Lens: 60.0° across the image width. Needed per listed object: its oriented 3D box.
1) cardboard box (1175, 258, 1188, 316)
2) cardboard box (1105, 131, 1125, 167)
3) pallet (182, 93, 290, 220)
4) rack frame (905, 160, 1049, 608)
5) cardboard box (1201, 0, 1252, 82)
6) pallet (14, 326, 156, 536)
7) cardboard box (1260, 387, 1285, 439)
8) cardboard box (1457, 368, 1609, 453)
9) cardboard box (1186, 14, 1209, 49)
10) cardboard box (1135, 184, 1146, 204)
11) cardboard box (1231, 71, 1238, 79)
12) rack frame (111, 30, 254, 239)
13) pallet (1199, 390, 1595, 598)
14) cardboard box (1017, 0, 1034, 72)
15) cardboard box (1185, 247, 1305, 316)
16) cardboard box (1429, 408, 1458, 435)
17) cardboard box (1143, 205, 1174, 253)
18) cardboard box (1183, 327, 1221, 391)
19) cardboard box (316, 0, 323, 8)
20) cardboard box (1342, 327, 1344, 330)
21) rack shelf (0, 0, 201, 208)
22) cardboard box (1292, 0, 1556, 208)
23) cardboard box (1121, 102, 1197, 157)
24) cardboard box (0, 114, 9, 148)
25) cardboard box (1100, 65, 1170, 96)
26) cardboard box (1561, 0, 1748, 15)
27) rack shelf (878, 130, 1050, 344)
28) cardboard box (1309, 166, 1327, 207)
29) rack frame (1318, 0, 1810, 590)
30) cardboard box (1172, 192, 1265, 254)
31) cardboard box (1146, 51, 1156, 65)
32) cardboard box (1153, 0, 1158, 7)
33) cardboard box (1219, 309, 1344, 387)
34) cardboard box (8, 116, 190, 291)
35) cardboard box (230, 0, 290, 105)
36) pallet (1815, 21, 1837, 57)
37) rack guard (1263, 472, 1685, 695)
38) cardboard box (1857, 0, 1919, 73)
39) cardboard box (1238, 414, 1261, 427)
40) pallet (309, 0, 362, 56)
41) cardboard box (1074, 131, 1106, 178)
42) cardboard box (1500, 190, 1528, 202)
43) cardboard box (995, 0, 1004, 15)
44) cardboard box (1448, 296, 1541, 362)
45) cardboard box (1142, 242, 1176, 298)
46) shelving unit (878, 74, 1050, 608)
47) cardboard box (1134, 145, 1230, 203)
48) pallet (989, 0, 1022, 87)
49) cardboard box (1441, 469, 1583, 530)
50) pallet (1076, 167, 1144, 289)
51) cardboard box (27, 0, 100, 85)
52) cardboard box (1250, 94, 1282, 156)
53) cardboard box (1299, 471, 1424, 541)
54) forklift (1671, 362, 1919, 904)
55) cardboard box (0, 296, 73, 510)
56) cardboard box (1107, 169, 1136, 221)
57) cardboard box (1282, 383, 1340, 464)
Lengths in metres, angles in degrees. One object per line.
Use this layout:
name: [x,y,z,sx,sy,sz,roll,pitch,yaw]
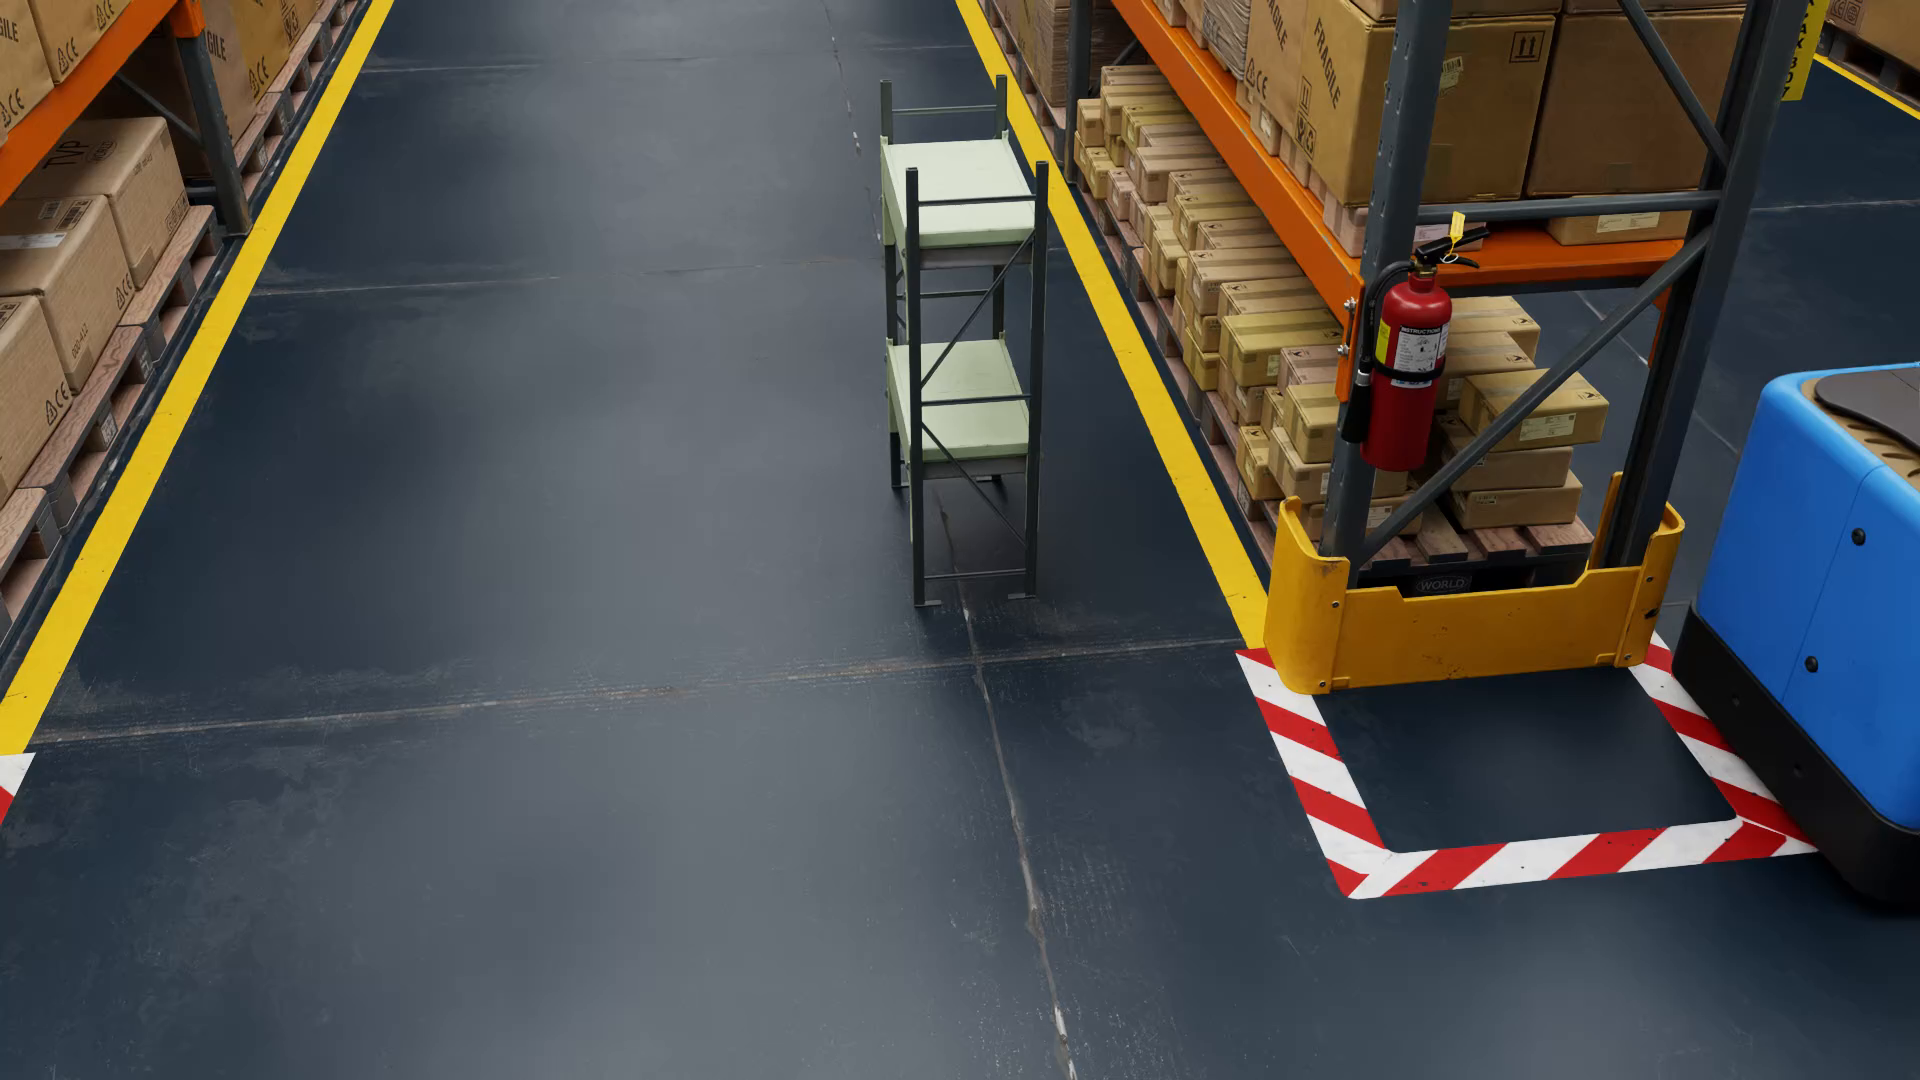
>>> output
cardboard box: [1.044,-0.974,6.411,0.380,0.149,0.250,-3,34,-4]
cardboard box: [0.885,-1.850,7.696,0.380,0.149,0.250,-4,34,-6]
pallet: [-4.040,-1.934,8.401,1.003,0.211,1.213,-4,35,-6]
rack frame: [0.048,-0.419,5.033,0.400,1.500,0.023,-4,35,-6]
cardboard box: [1.111,-1.826,5.413,0.500,0.500,0.500,-4,35,-6]
pallet: [-3.669,-0.397,6.145,1.003,0.211,1.213,-4,35,-6]
cardboard box: [1.232,-0.402,5.571,0.380,0.149,0.250,-5,35,-7]
cardboard box: [1.834,-0.420,5.333,0.380,0.149,0.250,-6,35,-9]
cardboard box: [1.051,-1.929,6.140,0.380,0.149,0.250,-3,34,-5]
cardboard box: [0.986,-1.566,7.279,0.380,0.149,0.250,-6,35,-9]
cardboard box: [1.158,-1.643,5.721,0.380,0.149,0.250,-6,35,-8]
rack frame: [-3.862,-2.662,6.992,1.000,3.000,0.127,-4,35,-6]
pallet: [1.483,-0.207,5.866,1.003,0.211,1.213,-4,35,-6]
cardboard box: [0.612,-2.914,9.209,0.500,0.500,0.500,-5,35,-8]
cardboard box: [1.045,-0.953,6.115,0.380,0.149,0.250,-3,34,-5]
cardboard box: [1.771,-0.448,5.638,0.380,0.149,0.250,-5,35,-7]
cardboard box: [0.971,-1.265,6.838,0.380,0.149,0.250,-5,35,-7]
cardboard box: [1.063,-0.698,6.270,0.380,0.149,0.250,-6,35,-9]
cardboard box: [-4.389,-3.798,10.173,0.875,0.875,0.875,-5,35,-7]
cardboard box: [1.208,-0.700,6.008,0.380,0.149,0.250,-5,35,-7]
rack shelf: [-3.593,-1.248,5.557,1.077,0.370,4.000,-4,35,-6]
cardboard box: [1.252,-1.256,4.577,0.500,0.500,0.500,-4,34,-5]
cardboard box: [0.932,-1.831,7.403,0.380,0.149,0.250,-5,35,-7]
cardboard box: [-3.250,-1.326,4.943,0.500,0.500,0.500,-5,35,-7]
cardboard box: [0.871,-2.126,7.837,0.380,0.149,0.250,-3,34,-4]
cardboard box: [1.771,-1.709,4.353,0.500,0.500,0.500,-5,35,-7]
rack shelf: [-0.001,-0.946,5.113,0.431,0.370,0.720,-4,35,-6]
cardboard box: [1.248,-1.059,4.864,0.380,0.149,0.250,-4,35,-6]
rack frame: [1.568,-0.861,4.350,1.000,3.000,0.127,-4,35,-6]
cardboard box: [1.056,-1.252,6.554,0.380,0.149,0.250,-4,34,-6]
cardboard box: [1.193,-2.666,8.845,0.500,0.500,0.500,-3,34,-5]
cardboard box: [0.940,-2.225,6.575,0.380,0.149,0.250,-4,34,-5]
cardboard box: [1.108,-0.658,5.682,0.380,0.149,0.250,-5,35,-7]
cardboard box: [-3.883,-1.418,7.069,0.875,0.438,0.875,-5,35,-7]
cardboard box: [-4.153,-2.801,8.710,0.875,0.875,0.875,-3,34,-5]
pallet: [5.613,-3.367,10.503,1.003,0.211,1.213,-4,35,-6]
rack guard: [1.558,0.130,5.116,1.175,0.500,0.348,-4,35,-6]
cardboard box: [5.853,-3.063,9.095,1.225,0.875,0.875,-4,35,-6]
cardboard box: [1.205,-0.424,5.867,0.380,0.149,0.250,-5,35,-7]
pallet: [-4.368,-3.296,10.399,1.003,0.211,1.213,-4,35,-6]
cardboard box: [0.761,-1.861,7.976,0.380,0.149,0.250,-6,35,-8]
cardboard box: [1.774,-1.102,4.926,0.380,0.149,0.250,-3,34,-5]
cardboard box: [0.479,-3.485,10.047,0.500,0.500,0.500,-5,35,-8]
cardboard box: [1.771,-0.715,5.766,0.380,0.149,0.250,-4,35,-7]
cardboard box: [0.975,-1.140,6.918,0.380,0.149,0.250,-5,35,-8]
shelving unit: [-0.001,-0.623,5.333,0.431,1.500,0.755,-4,35,-6]
cardboard box: [0.943,-1.539,6.975,0.380,0.149,0.250,-4,34,-5]
pallet: [0.756,-3.057,10.049,1.003,0.211,1.213,-4,35,-6]
cardboard box: [1.815,-0.173,5.499,0.380,0.149,0.250,-4,34,-5]
pallet: [1.155,-1.569,7.864,1.003,0.211,1.213,-4,35,-6]
cardboard box: [-3.389,-1.897,5.782,0.500,0.500,0.500,-5,35,-7]
cardboard box: [1.142,-1.339,5.274,0.380,0.149,0.250,-3,34,-5]
cardboard box: [1.290,-0.134,5.442,0.380,0.149,0.250,-4,34,-6]
forklift: [3.719,-0.648,4.098,3.031,2.935,1.130,-6,35,-8]
cardboard box: [-3.643,-0.415,5.598,0.875,0.438,0.875,-3,34,-5]
cardboard box: [0.881,-1.578,7.560,0.380,0.149,0.250,-5,35,-7]
cardboard box: [1.246,-0.378,5.272,0.380,0.149,0.250,-4,34,-6]
